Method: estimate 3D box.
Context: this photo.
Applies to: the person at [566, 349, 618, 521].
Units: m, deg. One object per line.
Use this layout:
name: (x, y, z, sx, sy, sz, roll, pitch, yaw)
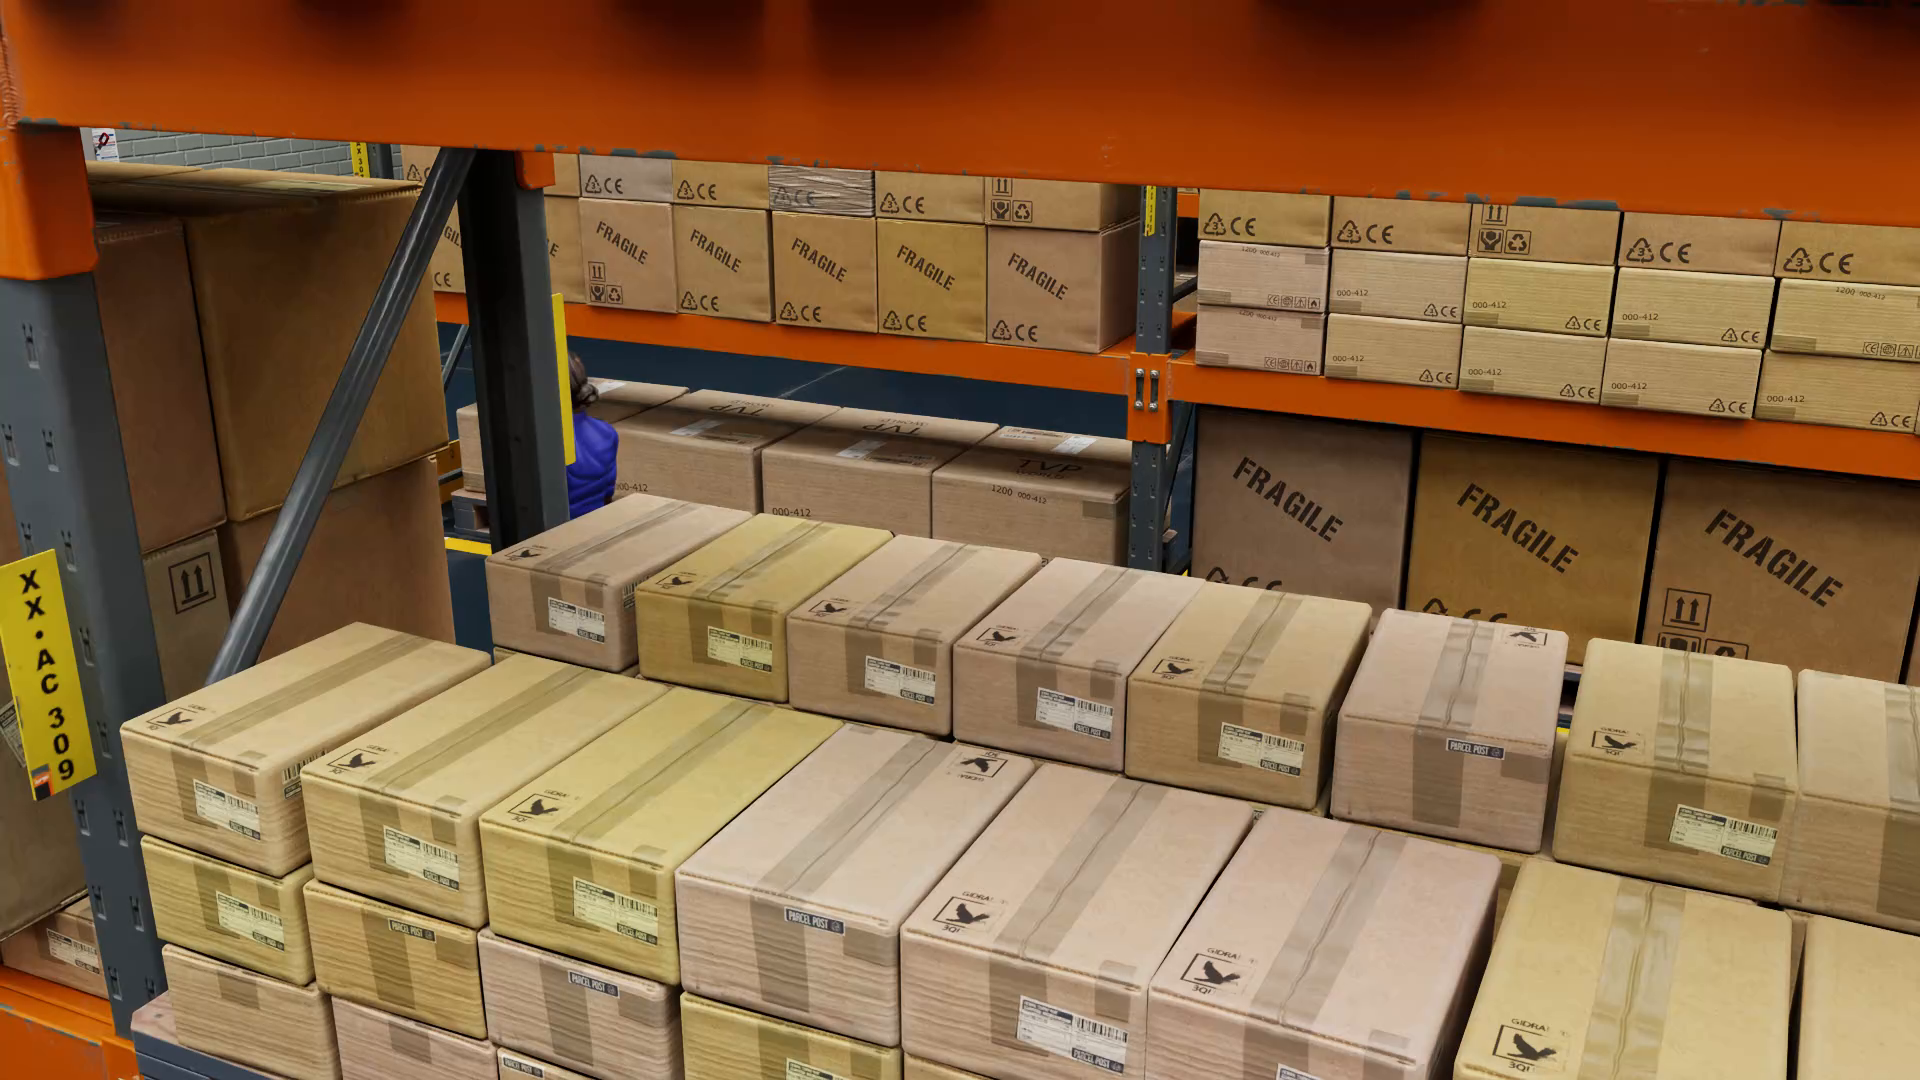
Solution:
person: (-1.320, 0.169, 5.625, 0.322, 1.675, 0.436, 9, 21, 24)
